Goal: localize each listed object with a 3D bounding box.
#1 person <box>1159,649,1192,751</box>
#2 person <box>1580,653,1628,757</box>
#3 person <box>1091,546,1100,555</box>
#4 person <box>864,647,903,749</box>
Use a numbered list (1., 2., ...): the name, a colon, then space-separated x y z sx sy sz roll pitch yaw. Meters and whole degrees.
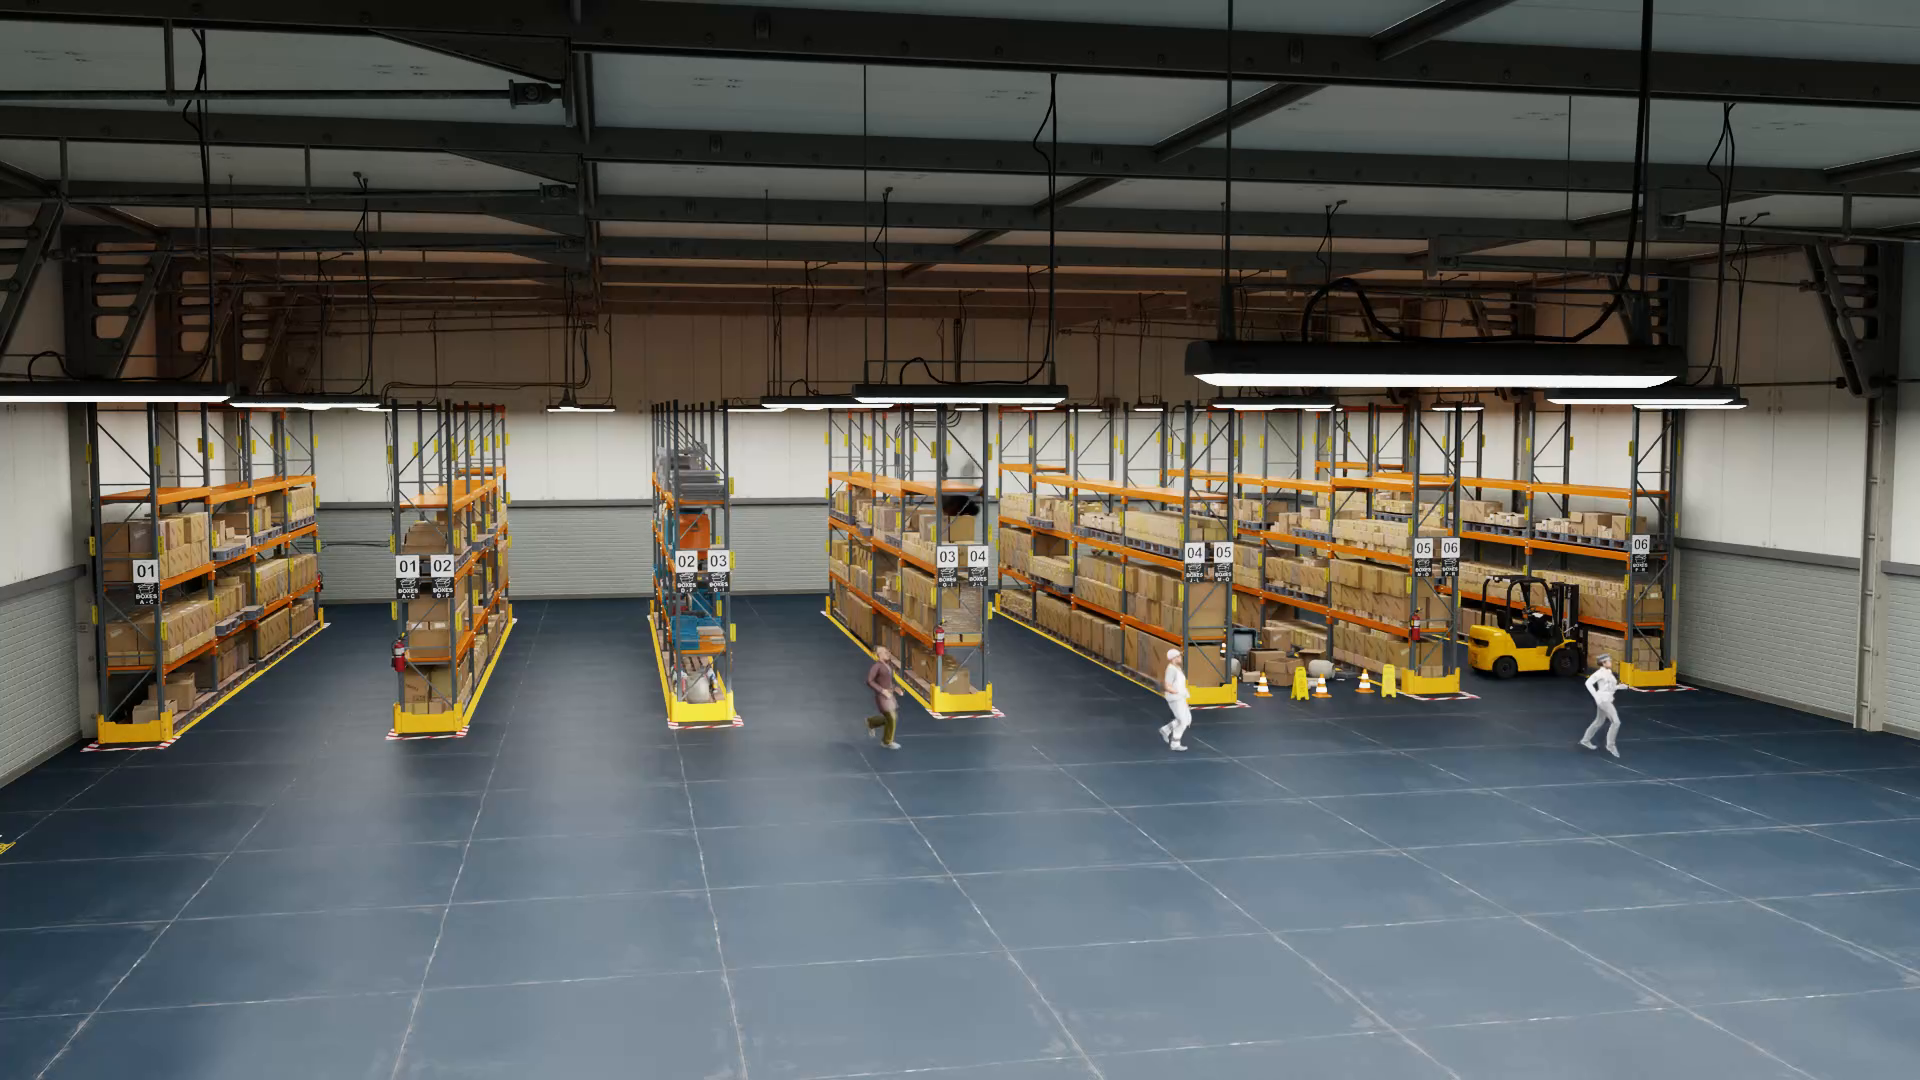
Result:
1. person: 3.672 2.720 28.302 0.615 1.738 0.652 2 5 20
2. person: 10.862 2.769 28.033 0.734 1.747 0.578 3 5 30
3. person: 4.090 1.034 50.597 0.747 1.816 0.669 -1 4 -16
4. person: -1.361 2.709 28.618 0.728 1.744 0.712 2 5 22
